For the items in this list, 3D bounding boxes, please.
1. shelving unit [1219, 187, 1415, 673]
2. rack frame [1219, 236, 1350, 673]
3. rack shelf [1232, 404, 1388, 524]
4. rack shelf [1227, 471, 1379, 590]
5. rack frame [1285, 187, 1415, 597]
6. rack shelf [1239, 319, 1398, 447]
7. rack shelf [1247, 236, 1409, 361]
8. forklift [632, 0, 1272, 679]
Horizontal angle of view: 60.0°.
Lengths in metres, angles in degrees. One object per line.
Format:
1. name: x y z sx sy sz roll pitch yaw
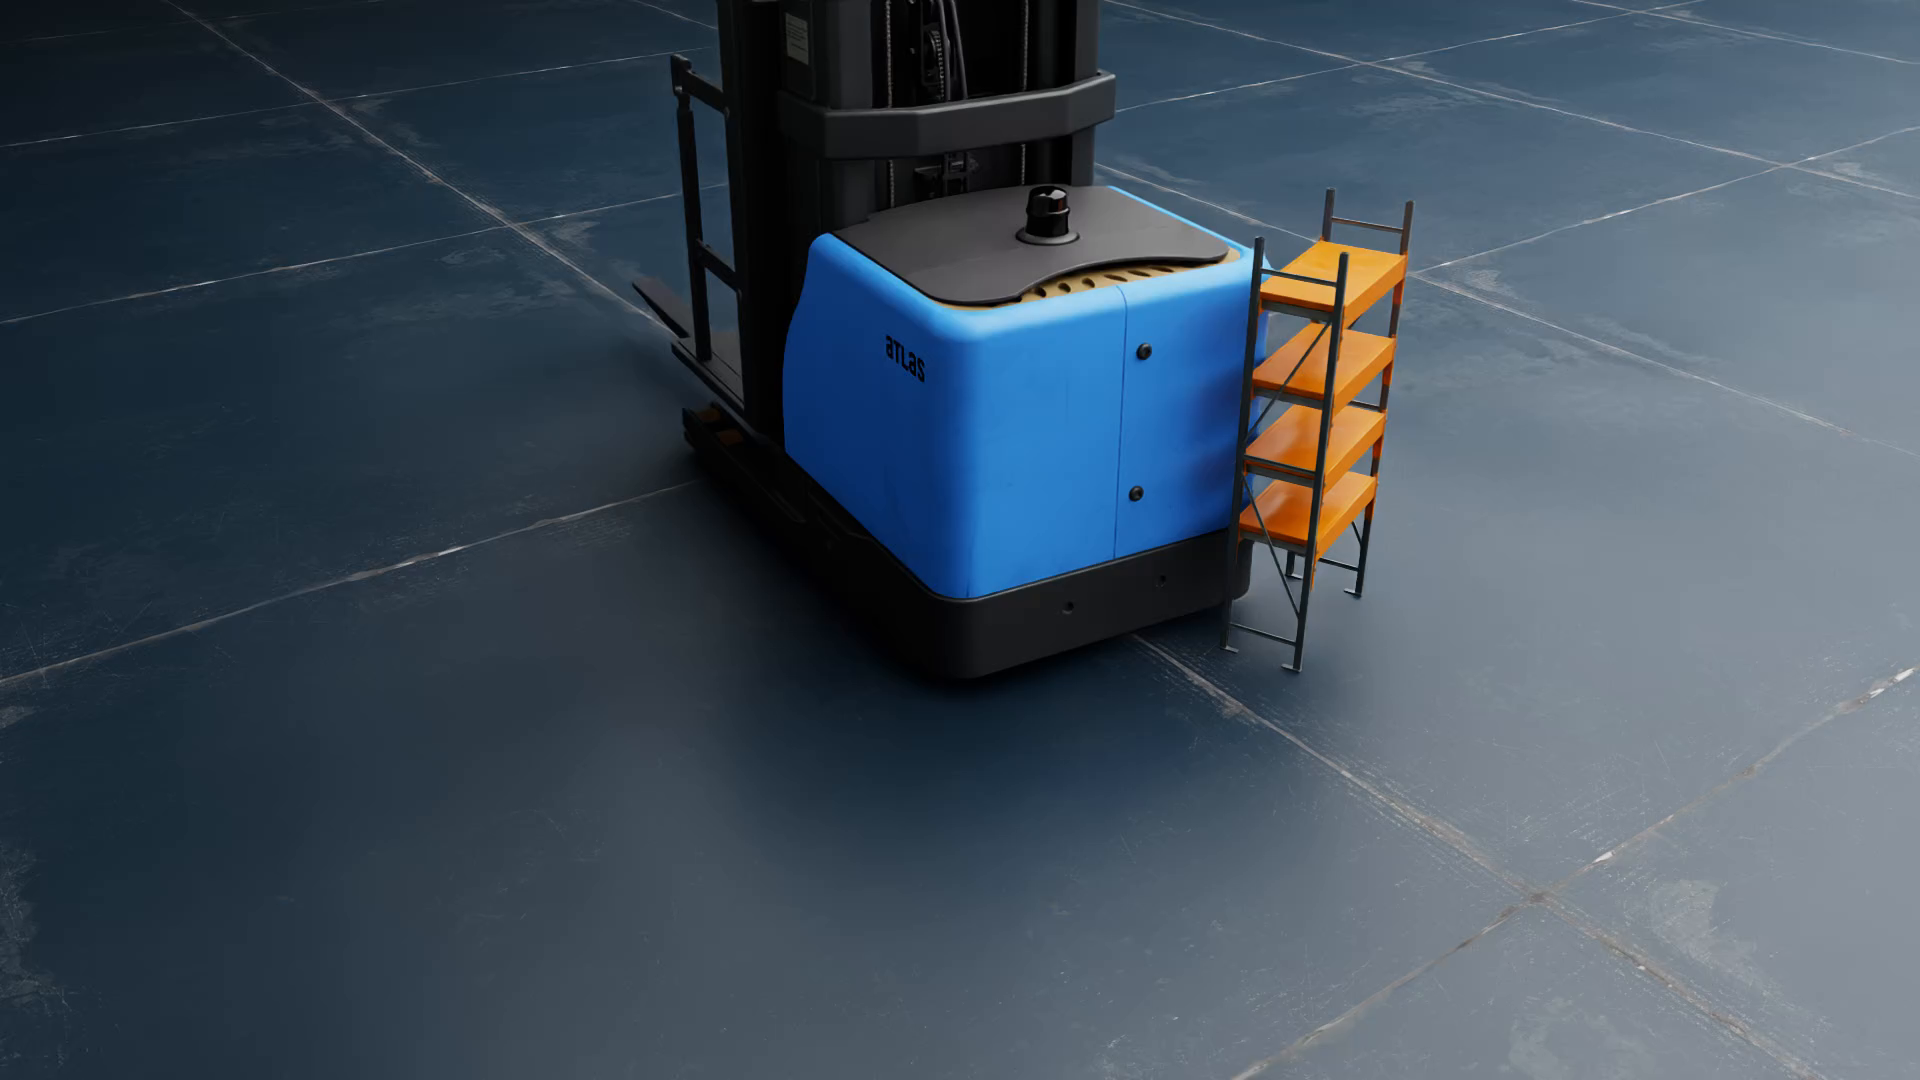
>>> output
1. shelving unit: 0.964 -0.292 4.531 0.258 1.200 0.503 16 33 28
2. rack frame: 0.836 -0.194 4.349 0.240 1.200 0.015 16 33 28
3. rack shelf: 0.964 -0.233 4.563 0.258 0.148 0.480 16 33 28
4. rack shelf: 0.964 -0.059 4.658 0.258 0.148 0.480 16 33 28
5. rack frame: 1.093 -0.391 4.714 0.240 1.200 0.015 16 33 28
6. rack shelf: 0.964 -0.430 4.457 0.258 0.148 0.480 16 33 28
7. rack shelf: 0.964 -0.638 4.344 0.258 0.148 0.480 16 33 28
8. forklift: -0.304 -1.590 5.107 1.130 2.935 3.031 -15 32 -25
